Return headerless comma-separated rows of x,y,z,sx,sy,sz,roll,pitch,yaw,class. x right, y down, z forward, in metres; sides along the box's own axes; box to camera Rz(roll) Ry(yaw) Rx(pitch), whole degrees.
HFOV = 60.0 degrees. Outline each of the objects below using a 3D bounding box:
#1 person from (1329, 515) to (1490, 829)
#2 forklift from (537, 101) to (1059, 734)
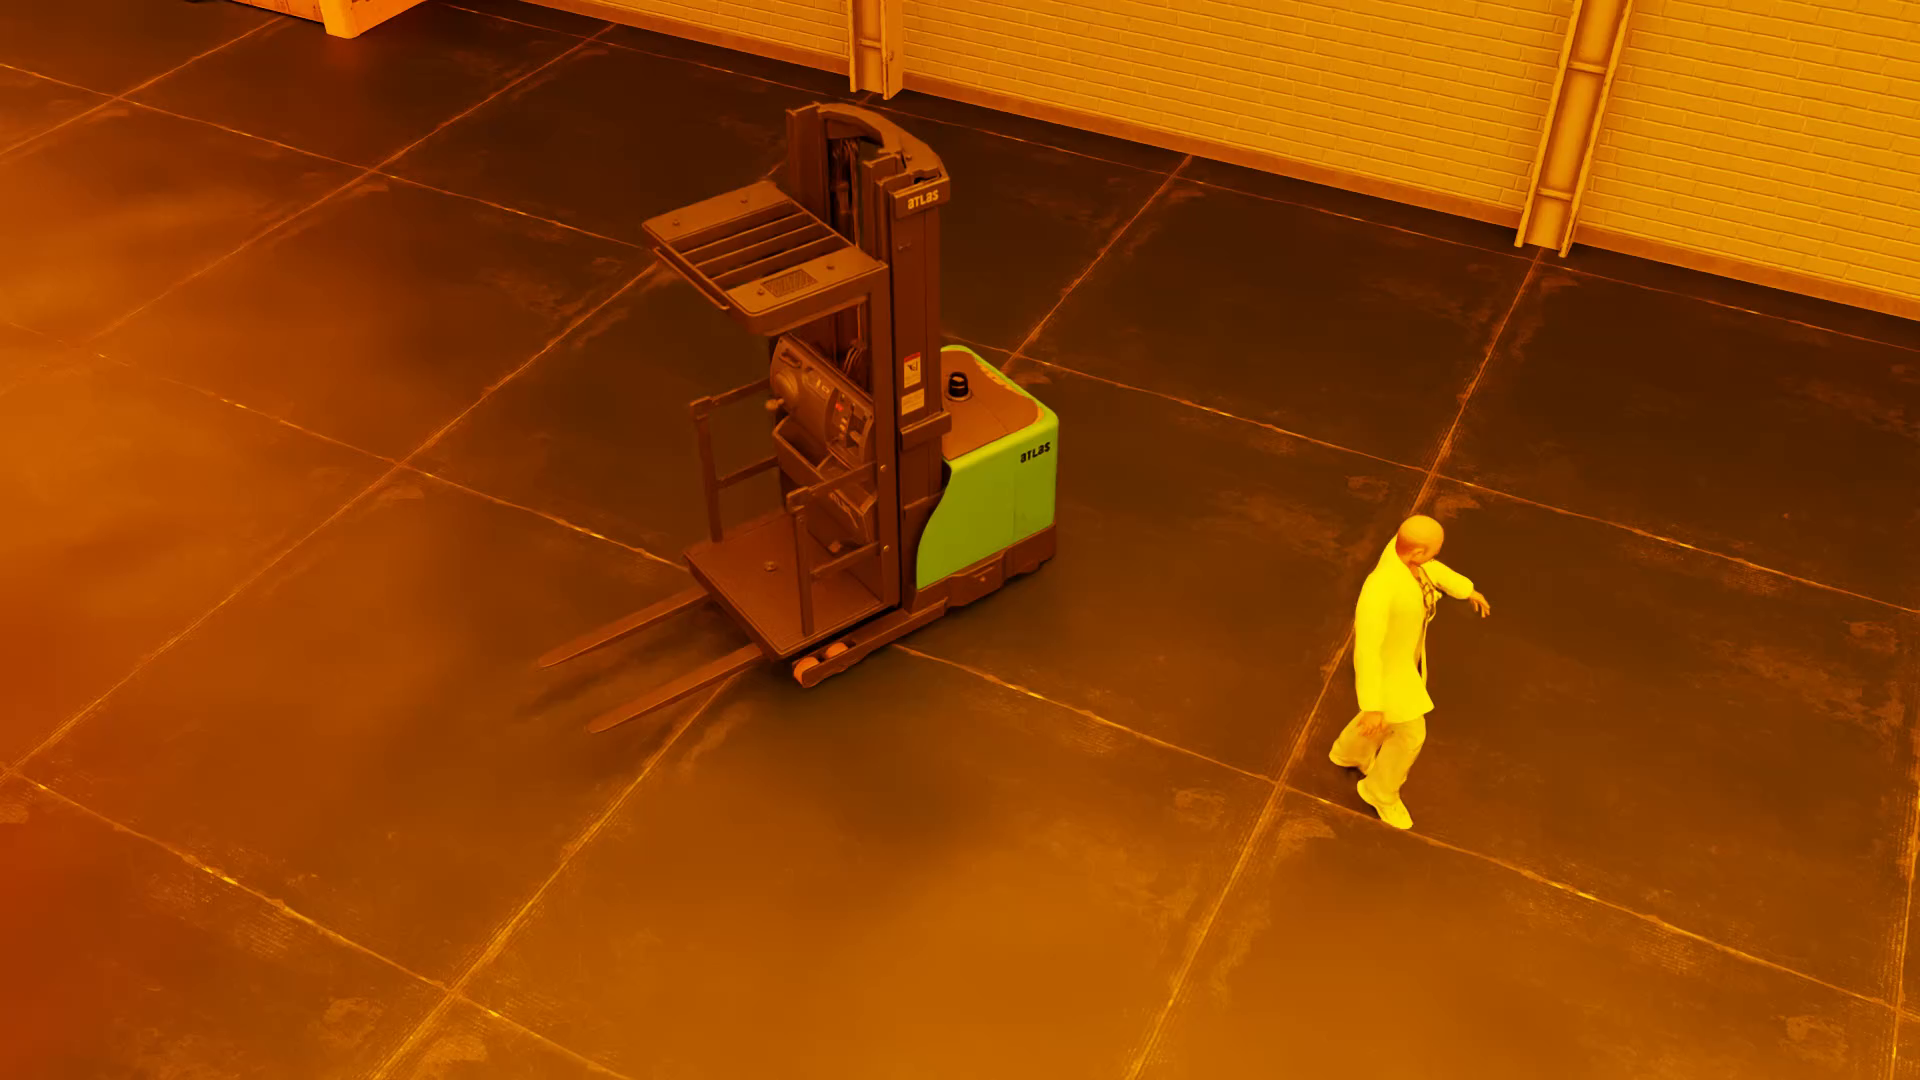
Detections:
2.186,0.630,8.197,0.568,1.809,0.994,22,45,24,person
-0.909,-0.689,8.805,3.031,2.935,1.130,-25,46,-27,forklift
